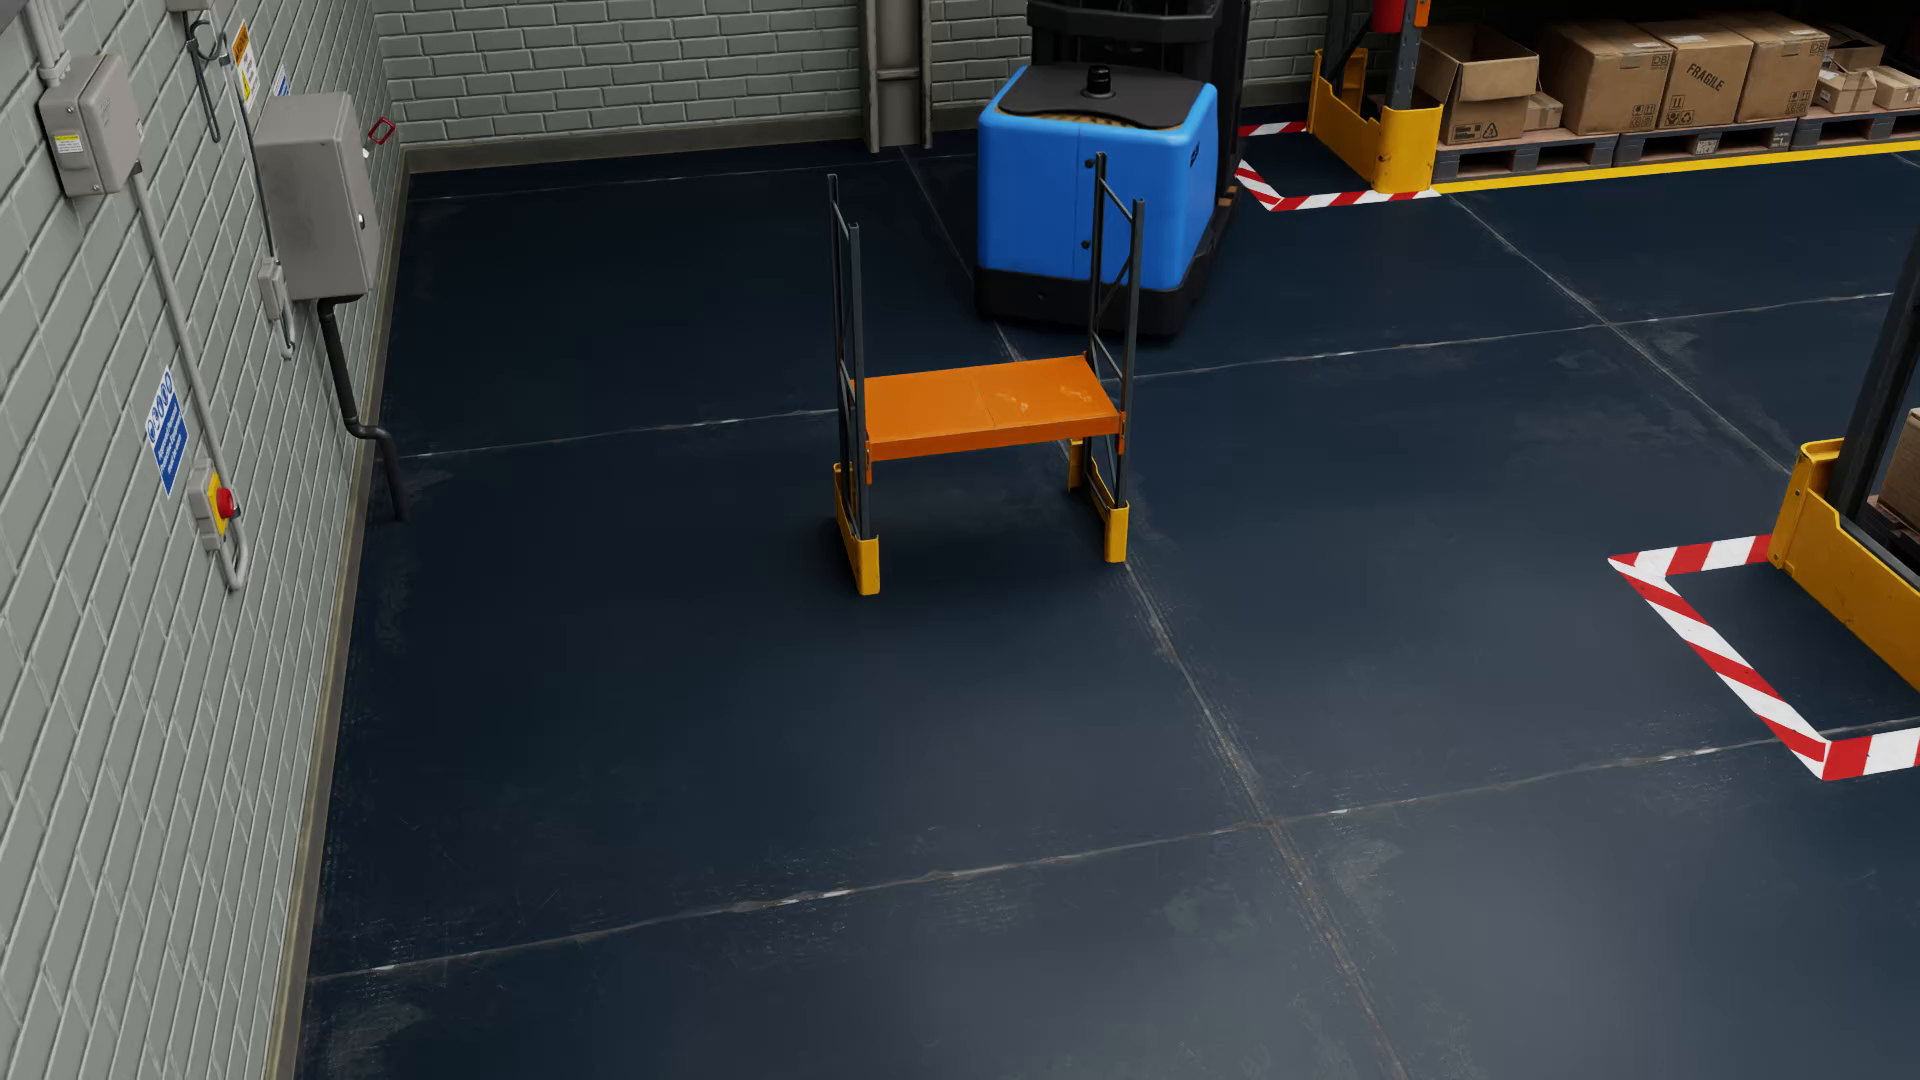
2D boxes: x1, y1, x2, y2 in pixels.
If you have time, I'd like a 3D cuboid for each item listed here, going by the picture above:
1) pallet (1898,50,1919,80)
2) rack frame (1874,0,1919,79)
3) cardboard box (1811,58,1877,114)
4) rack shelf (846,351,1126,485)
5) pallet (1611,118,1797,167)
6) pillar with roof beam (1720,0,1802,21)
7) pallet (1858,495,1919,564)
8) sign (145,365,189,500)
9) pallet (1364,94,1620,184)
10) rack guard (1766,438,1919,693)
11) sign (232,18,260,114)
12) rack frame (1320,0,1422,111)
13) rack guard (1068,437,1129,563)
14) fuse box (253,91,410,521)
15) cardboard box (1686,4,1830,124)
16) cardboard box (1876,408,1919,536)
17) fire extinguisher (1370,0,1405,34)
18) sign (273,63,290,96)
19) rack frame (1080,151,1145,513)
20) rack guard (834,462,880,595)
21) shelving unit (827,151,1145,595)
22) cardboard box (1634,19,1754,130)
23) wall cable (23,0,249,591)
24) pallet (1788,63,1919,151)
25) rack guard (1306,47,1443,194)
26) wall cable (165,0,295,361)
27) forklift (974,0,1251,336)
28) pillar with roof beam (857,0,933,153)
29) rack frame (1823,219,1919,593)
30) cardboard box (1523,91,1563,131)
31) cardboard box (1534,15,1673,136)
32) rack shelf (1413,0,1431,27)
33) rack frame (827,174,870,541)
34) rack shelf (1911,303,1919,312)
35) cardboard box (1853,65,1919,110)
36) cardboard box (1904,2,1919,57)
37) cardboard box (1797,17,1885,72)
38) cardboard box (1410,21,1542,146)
[{"bbox_3d":[7.117,-3.056,11.115,1.213,0.211,1.003,-7,35,-11],"label":"pallet"},{"bbox_3d":[6.332,-4.093,10.158,0.127,3.000,1.000,-7,35,-11],"label":"rack frame"},{"bbox_3d":[5.505,-2.860,10.397,0.258,0.266,0.396,-6,34,-9],"label":"cardboard box"},{"bbox_3d":[0.083,-0.484,6.448,1.000,0.185,0.538,-7,35,-11],"label":"rack shelf"},{"bbox_3d":[4.470,-2.700,10.584,1.213,0.211,1.003,-7,35,-11],"label":"pallet"},{"bbox_3d":[6.404,-4.649,5.602,0.400,9.000,9.100,-7,35,-11],"label":"pillar with roof beam"},{"bbox_3d":[4.292,0.113,6.393,1.213,0.211,1.003,-7,35,-11],"label":"pallet"},{"bbox_3d":[-2.014,-0.277,4.228,0.001,0.218,0.327,-7,35,-11],"label":"sign"},{"bbox_3d":[3.282,-2.552,10.363,1.213,0.211,1.003,-7,35,-11],"label":"pallet"},{"bbox_3d":[3.506,0.136,6.098,0.348,0.500,1.175,-7,35,-11],"label":"rack guard"},{"bbox_3d":[-2.476,-1.646,5.769,0.001,0.242,0.339,-7,35,-11],"label":"sign"},{"bbox_3d":[2.431,-3.602,9.425,0.127,3.000,1.000,-7,35,-11],"label":"rack frame"},{"bbox_3d":[0.560,-0.174,6.786,0.087,0.250,0.587,-7,35,-11],"label":"rack guard"},{"bbox_3d":[-2.287,-0.823,6.441,0.414,1.711,0.539,-7,35,-11],"label":"fuse box"},{"bbox_3d":[4.903,-2.973,10.355,0.500,0.500,0.700,-8,35,-12],"label":"cardboard box"},{"bbox_3d":[4.151,-0.150,6.205,0.875,0.438,0.875,-8,35,-12],"label":"cardboard box"},{"bbox_3d":[2.389,-3.145,9.149,0.183,0.674,0.296,-7,35,-11],"label":"fire extinguisher"},{"bbox_3d":[-2.598,-1.562,6.471,0.001,0.494,0.329,-7,35,-11],"label":"sign"},{"bbox_3d":[0.579,-0.696,6.441,0.032,1.500,0.500,-7,35,-11],"label":"rack frame"},{"bbox_3d":[-0.411,-0.052,6.603,0.087,0.250,0.587,-7,35,-11],"label":"rack guard"},{"bbox_3d":[0.074,-0.632,6.346,1.083,1.500,0.587,-7,35,-11],"label":"shelving unit"},{"bbox_3d":[4.428,-2.856,10.181,0.500,0.500,0.500,-7,34,-10],"label":"cardboard box"},{"bbox_3d":[-1.965,-0.633,4.062,0.123,1.953,0.585,-7,35,-11],"label":"wall cable"},{"bbox_3d":[5.662,-2.852,10.810,1.213,0.211,1.003,-7,35,-11],"label":"pallet"},{"bbox_3d":[2.505,-2.573,10.136,0.348,0.500,1.175,-7,35,-11],"label":"rack guard"},{"bbox_3d":[-2.290,-1.390,5.217,0.122,1.984,0.588,-7,35,-11],"label":"wall cable"},{"bbox_3d":[0.983,-3.029,8.633,1.130,2.935,3.031,10,35,14],"label":"forklift"},{"bbox_3d":[0.552,-3.911,4.503,0.400,9.000,9.100,-7,35,-11],"label":"pillar with roof beam"},{"bbox_3d":[3.529,-0.904,5.406,0.127,3.000,1.000,-7,35,-11],"label":"rack frame"},{"bbox_3d":[3.471,-2.647,10.184,0.250,0.149,0.380,-9,35,-12],"label":"cardboard box"},{"bbox_3d":[3.890,-2.846,10.165,0.500,0.500,0.700,-6,34,-9],"label":"cardboard box"},{"bbox_3d":[4.381,-3.549,9.992,4.000,0.370,1.077,-7,35,-11],"label":"rack shelf"},{"bbox_3d":[-0.413,-0.571,6.255,0.032,1.500,0.500,-7,35,-11],"label":"rack frame"},{"bbox_3d":[5.480,-0.852,5.973,4.000,0.370,1.077,-7,35,-11],"label":"rack shelf"},{"bbox_3d":[5.853,-2.856,10.495,0.250,0.149,0.380,-8,35,-12],"label":"cardboard box"},{"bbox_3d":[6.746,-3.451,11.067,0.500,0.500,0.500,-7,35,-11],"label":"cardboard box"},{"bbox_3d":[5.635,-3.199,10.861,0.500,0.311,0.500,-6,34,-9],"label":"cardboard box"},{"bbox_3d":[3.048,-2.763,10.039,0.637,0.503,0.797,-9,35,-12],"label":"cardboard box"}]
